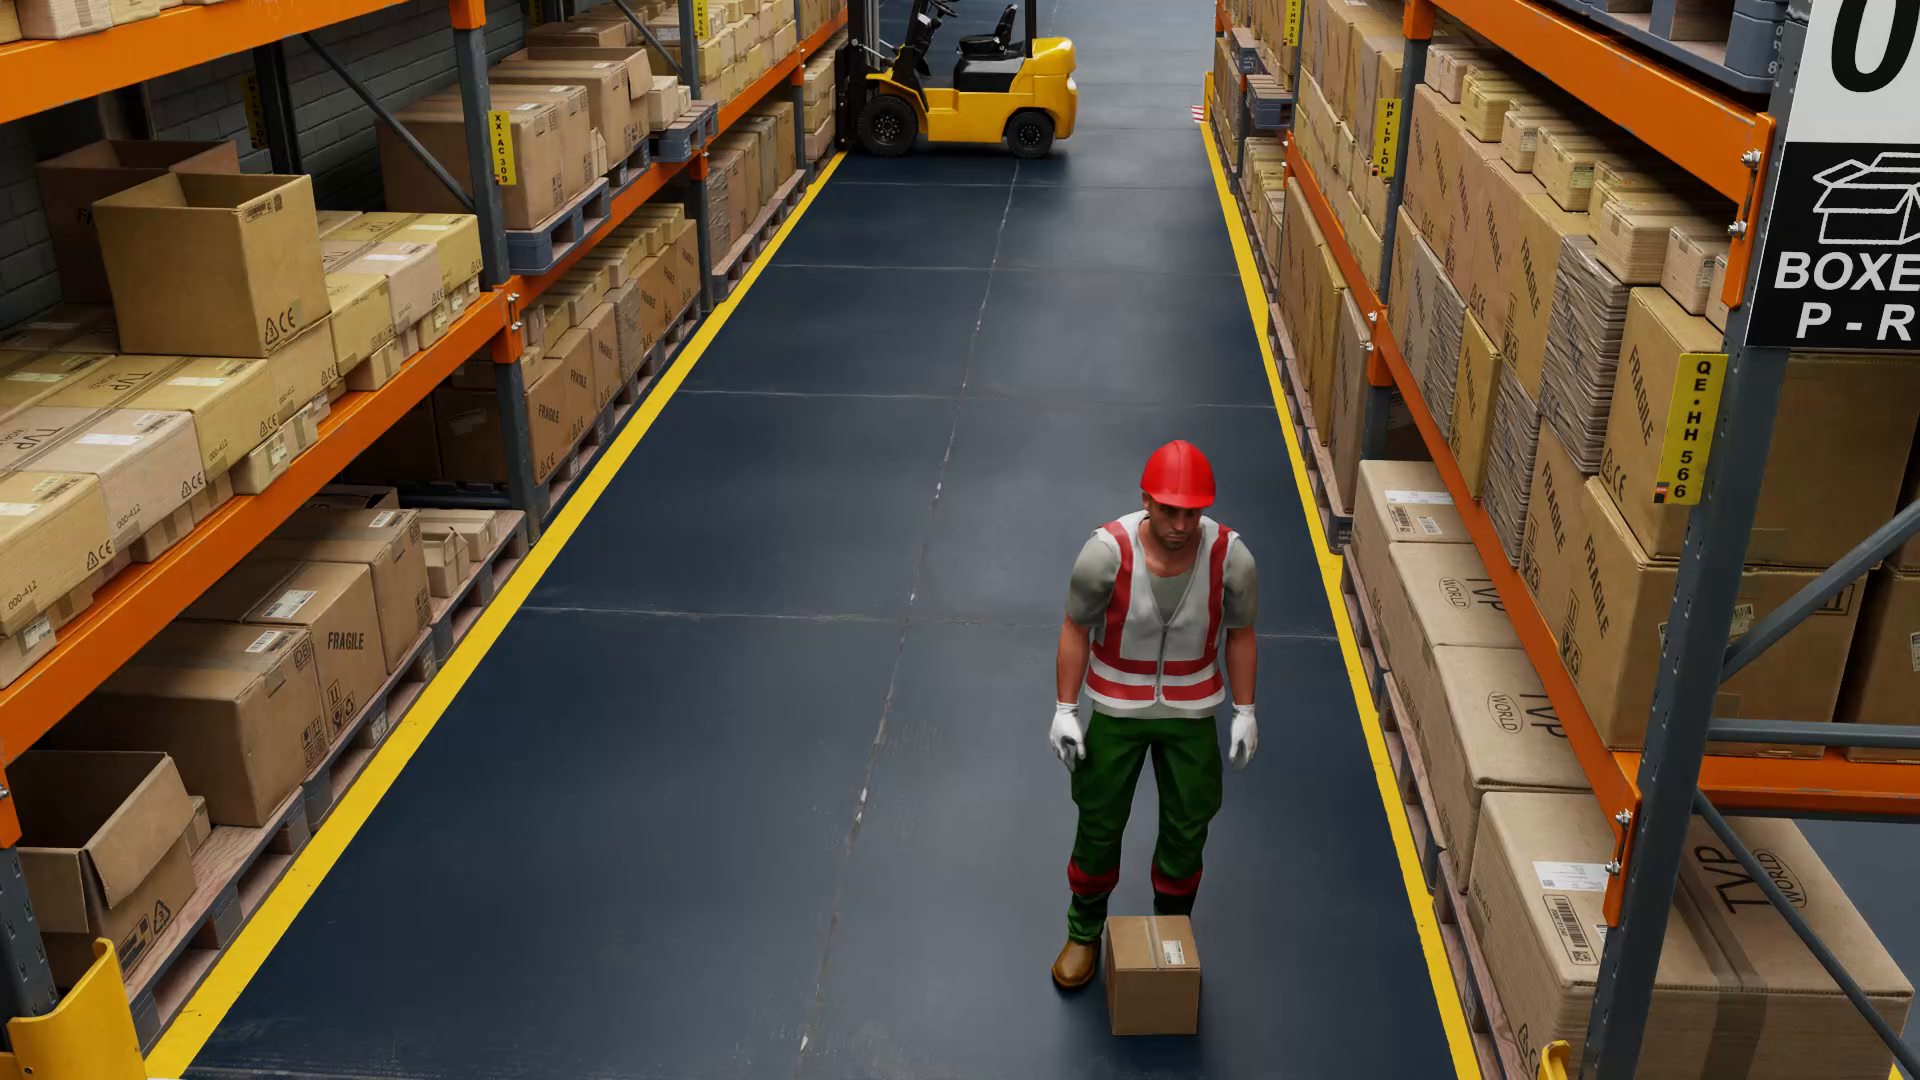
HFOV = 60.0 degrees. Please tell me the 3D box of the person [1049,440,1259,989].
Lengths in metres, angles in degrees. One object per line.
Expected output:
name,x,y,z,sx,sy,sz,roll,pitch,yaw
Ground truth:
person,0.576,0.526,4.919,0.623,1.780,0.450,0,24,1
